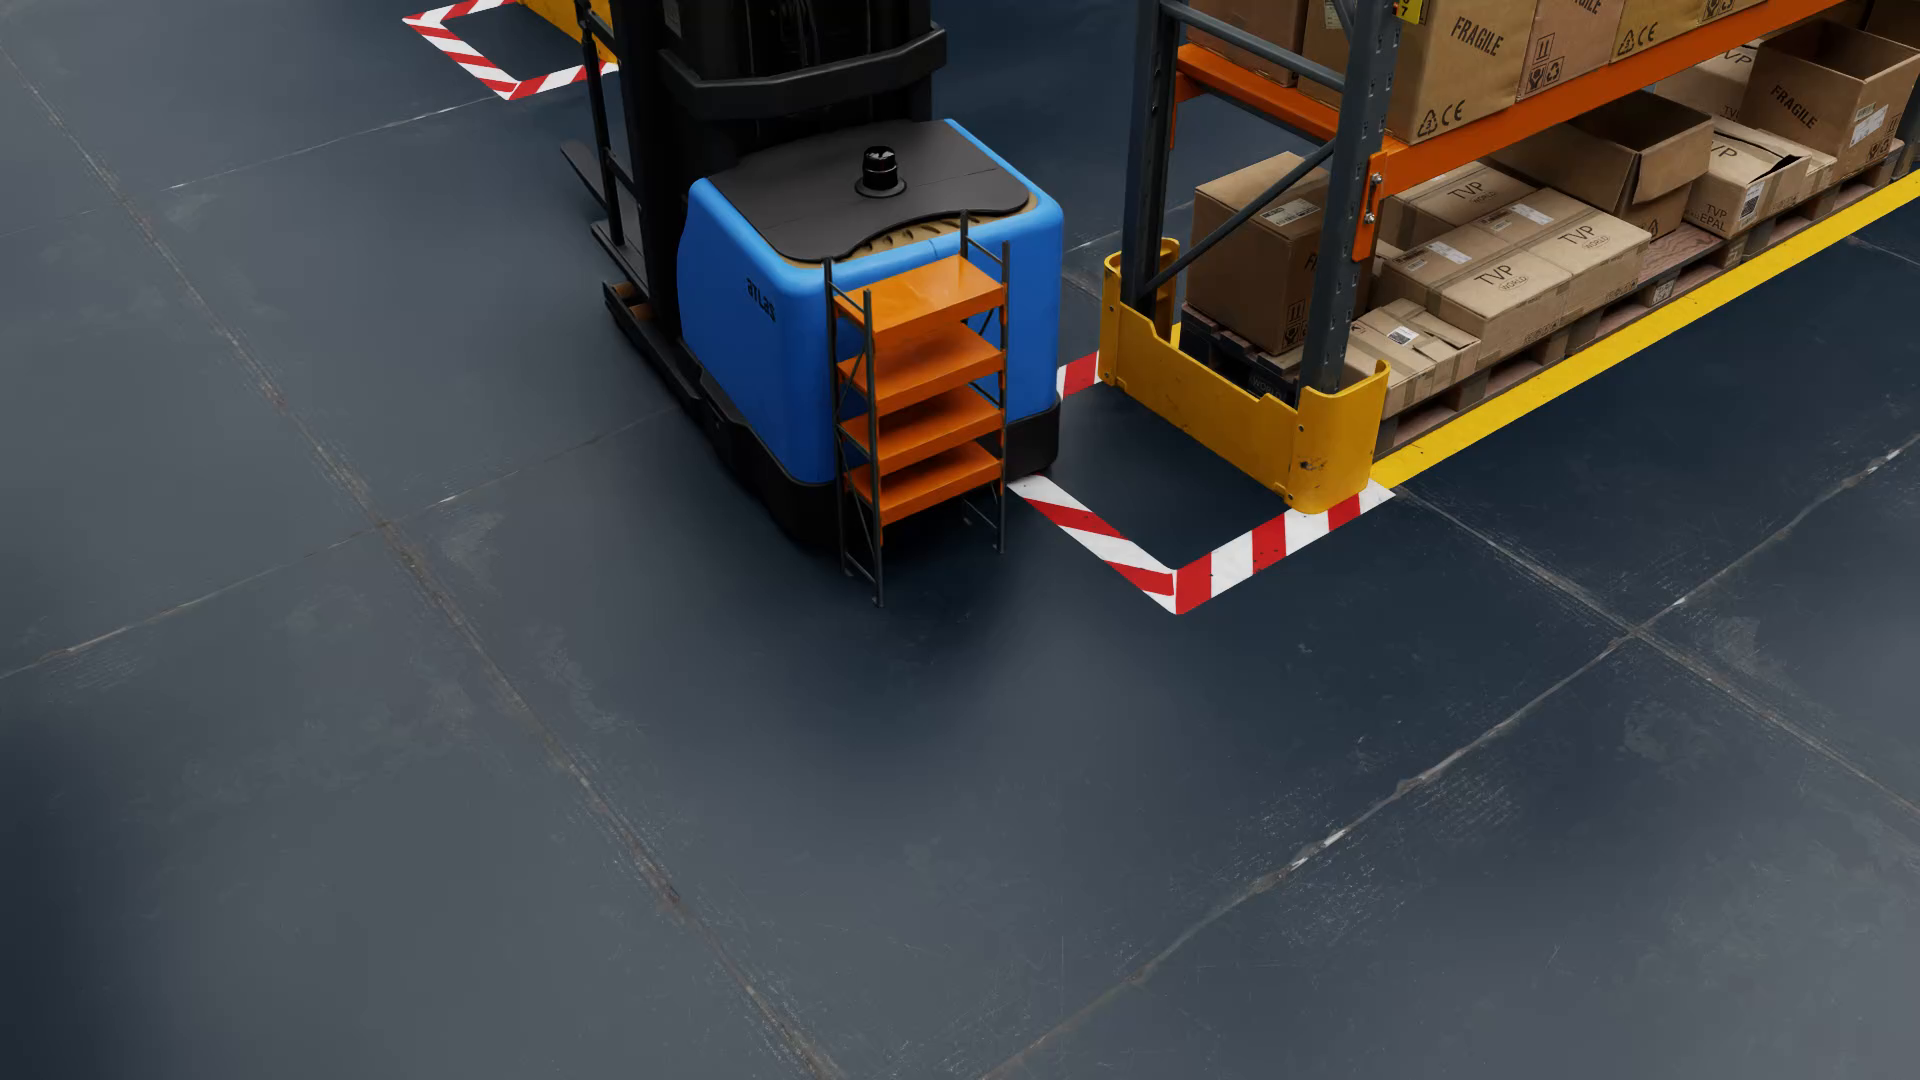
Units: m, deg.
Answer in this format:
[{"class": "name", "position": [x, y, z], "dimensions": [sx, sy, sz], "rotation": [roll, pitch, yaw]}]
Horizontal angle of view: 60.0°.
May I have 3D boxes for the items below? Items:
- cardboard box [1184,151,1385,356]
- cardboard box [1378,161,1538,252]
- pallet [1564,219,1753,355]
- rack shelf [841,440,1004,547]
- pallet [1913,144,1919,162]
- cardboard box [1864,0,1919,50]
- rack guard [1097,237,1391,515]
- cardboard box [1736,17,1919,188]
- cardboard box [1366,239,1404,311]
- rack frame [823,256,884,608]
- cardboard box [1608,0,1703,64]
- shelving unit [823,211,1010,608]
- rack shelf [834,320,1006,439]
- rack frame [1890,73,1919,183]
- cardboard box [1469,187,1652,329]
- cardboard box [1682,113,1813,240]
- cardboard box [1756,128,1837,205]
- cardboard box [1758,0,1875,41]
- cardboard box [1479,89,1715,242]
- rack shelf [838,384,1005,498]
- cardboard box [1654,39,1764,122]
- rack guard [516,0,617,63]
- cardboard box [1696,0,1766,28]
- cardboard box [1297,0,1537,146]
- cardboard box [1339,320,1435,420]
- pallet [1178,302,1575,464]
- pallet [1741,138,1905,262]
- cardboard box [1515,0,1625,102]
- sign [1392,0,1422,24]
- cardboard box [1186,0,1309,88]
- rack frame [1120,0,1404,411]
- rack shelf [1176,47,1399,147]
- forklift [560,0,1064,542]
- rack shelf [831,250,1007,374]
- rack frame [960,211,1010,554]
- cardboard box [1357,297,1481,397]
[{"class": "cardboard box", "position": [1.228, -1.101, 6.351], "dimensions": [0.500, 0.500, 0.500], "rotation": [-26, 46, -28]}, {"class": "cardboard box", "position": [2.000, -1.356, 6.859], "dimensions": [0.500, 0.250, 0.500], "rotation": [-26, 46, -28]}, {"class": "pallet", "position": [2.606, -1.292, 7.159], "dimensions": [1.213, 0.211, 1.003], "rotation": [-26, 46, -28]}, {"class": "rack shelf", "position": [-0.125, -0.186, 5.450], "dimensions": [0.480, 0.148, 0.258], "rotation": [-24, 45, -26]}, {"class": "pallet", "position": [4.741, -2.364, 8.466], "dimensions": [1.213, 0.211, 1.003], "rotation": [-26, 46, -28]}, {"class": "cardboard box", "position": [4.651, -2.377, 7.907], "dimensions": [0.500, 0.500, 0.500], "rotation": [-28, 47, -30]}, {"class": "rack guard", "position": [1.007, -0.626, 6.119], "dimensions": [0.348, 0.500, 1.175], "rotation": [-26, 46, -28]}, {"class": "cardboard box", "position": [3.840, -1.950, 7.386], "dimensions": [0.500, 0.500, 0.500], "rotation": [-26, 46, -28]}, {"class": "cardboard box", "position": [1.604, -1.083, 6.592], "dimensions": [0.250, 0.166, 0.380], "rotation": [-26, 46, -28]}, {"class": "rack frame", "position": [-0.326, -0.304, 5.174], "dimensions": [0.015, 1.200, 0.240], "rotation": [-24, 45, -26]}, {"class": "cardboard box", "position": [2.265, -2.035, 5.787], "dimensions": [0.500, 0.500, 0.500], "rotation": [-26, 46, -28]}, {"class": "shelving unit", "position": [-0.125, -0.392, 5.281], "dimensions": [0.503, 1.200, 0.258], "rotation": [-24, 45, -26]}, {"class": "rack shelf", "position": [-0.125, -0.512, 5.182], "dimensions": [0.480, 0.148, 0.258], "rotation": [-24, 45, -26]}, {"class": "rack frame", "position": [4.119, -3.109, 7.175], "dimensions": [0.127, 3.000, 1.000], "rotation": [-26, 46, -28]}, {"class": "cardboard box", "position": [2.344, -1.124, 6.576], "dimensions": [0.500, 0.250, 0.500], "rotation": [-26, 46, -28]}, {"class": "cardboard box", "position": [3.245, -1.587, 7.093], "dimensions": [0.500, 0.311, 0.500], "rotation": [-26, 46, -28]}, {"class": "cardboard box", "position": [3.579, -1.639, 7.284], "dimensions": [0.250, 0.149, 0.380], "rotation": [-26, 46, -28]}, {"class": "cardboard box", "position": [4.335, -2.648, 8.236], "dimensions": [0.500, 0.500, 0.500], "rotation": [-26, 46, -28]}, {"class": "cardboard box", "position": [2.632, -1.585, 6.939], "dimensions": [0.637, 0.503, 0.797], "rotation": [-26, 46, -28]}, {"class": "rack shelf", "position": [-0.125, -0.339, 5.324], "dimensions": [0.480, 0.148, 0.258], "rotation": [-24, 45, -26]}, {"class": "cardboard box", "position": [3.654, -2.186, 7.823], "dimensions": [0.500, 0.311, 0.500], "rotation": [-26, 46, -28]}, {"class": "rack guard", "position": [-2.079, -3.073, 9.102], "dimensions": [0.348, 0.500, 1.175], "rotation": [-26, 46, -28]}, {"class": "cardboard box", "position": [2.663, -2.228, 6.022], "dimensions": [0.500, 0.500, 0.500], "rotation": [-25, 46, -28]}, {"class": "cardboard box", "position": [1.460, -1.641, 5.306], "dimensions": [0.500, 0.500, 0.500], "rotation": [-25, 46, -27]}, {"class": "cardboard box", "position": [1.489, -0.620, 6.042], "dimensions": [0.250, 0.149, 0.380], "rotation": [-26, 46, -28]}, {"class": "pallet", "position": [1.639, -0.823, 6.587], "dimensions": [1.213, 0.211, 1.003], "rotation": [-26, 46, -28]}, {"class": "pallet", "position": [3.574, -1.766, 7.736], "dimensions": [1.213, 0.211, 1.003], "rotation": [-26, 46, -28]}, {"class": "cardboard box", "position": [1.865, -1.843, 5.553], "dimensions": [0.500, 0.500, 0.500], "rotation": [-26, 46, -28]}, {"class": "sign", "position": [1.278, -1.625, 4.683], "dimensions": [0.005, 0.325, 0.100], "rotation": [-26, 46, -28]}, {"class": "cardboard box", "position": [1.136, -1.912, 5.637], "dimensions": [0.500, 0.500, 0.500], "rotation": [-25, 45, -27]}, {"class": "rack frame", "position": [0.947, -1.563, 5.290], "dimensions": [0.127, 3.000, 1.000], "rotation": [-26, 46, -28]}, {"class": "rack shelf", "position": [2.533, -2.134, 6.399], "dimensions": [3.809, 0.124, 0.919], "rotation": [-26, 46, -28]}, {"class": "forklift", "position": [-0.801, -2.046, 5.933], "dimensions": [1.130, 2.935, 3.031], "rotation": [-19, 43, -22]}, {"class": "rack shelf", "position": [-0.125, -0.695, 5.032], "dimensions": [0.480, 0.148, 0.258], "rotation": [-24, 45, -26]}, {"class": "rack frame", "position": [0.075, -0.479, 5.388], "dimensions": [0.015, 1.200, 0.240], "rotation": [-24, 45, -26]}, {"class": "cardboard box", "position": [1.687, -0.724, 6.154], "dimensions": [0.250, 0.166, 0.380], "rotation": [-26, 46, -28]}]
